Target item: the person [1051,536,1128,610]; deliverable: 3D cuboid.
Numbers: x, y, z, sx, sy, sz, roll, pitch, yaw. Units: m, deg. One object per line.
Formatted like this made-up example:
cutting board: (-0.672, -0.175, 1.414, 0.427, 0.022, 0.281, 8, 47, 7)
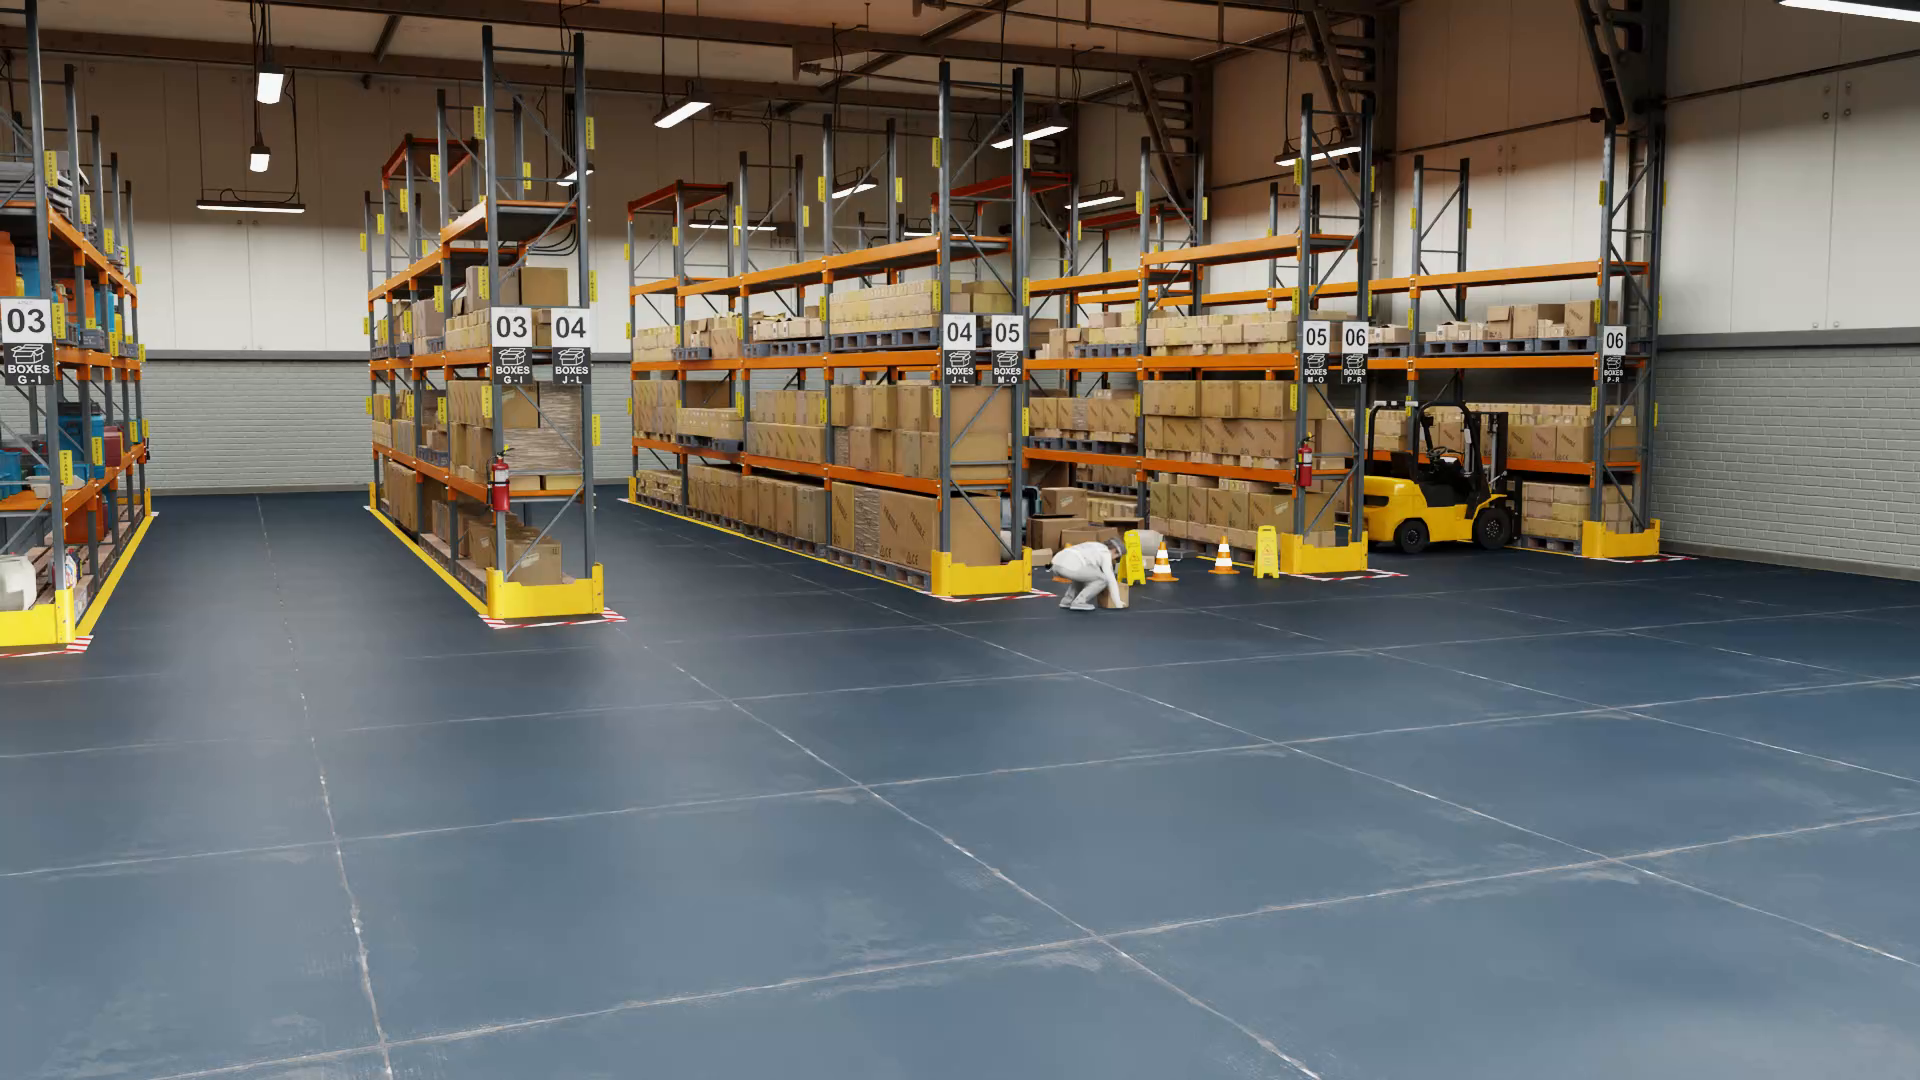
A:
person: (1.418, 0.364, 17.995, 0.907, 0.788, 0.458, -3, 6, -25)
